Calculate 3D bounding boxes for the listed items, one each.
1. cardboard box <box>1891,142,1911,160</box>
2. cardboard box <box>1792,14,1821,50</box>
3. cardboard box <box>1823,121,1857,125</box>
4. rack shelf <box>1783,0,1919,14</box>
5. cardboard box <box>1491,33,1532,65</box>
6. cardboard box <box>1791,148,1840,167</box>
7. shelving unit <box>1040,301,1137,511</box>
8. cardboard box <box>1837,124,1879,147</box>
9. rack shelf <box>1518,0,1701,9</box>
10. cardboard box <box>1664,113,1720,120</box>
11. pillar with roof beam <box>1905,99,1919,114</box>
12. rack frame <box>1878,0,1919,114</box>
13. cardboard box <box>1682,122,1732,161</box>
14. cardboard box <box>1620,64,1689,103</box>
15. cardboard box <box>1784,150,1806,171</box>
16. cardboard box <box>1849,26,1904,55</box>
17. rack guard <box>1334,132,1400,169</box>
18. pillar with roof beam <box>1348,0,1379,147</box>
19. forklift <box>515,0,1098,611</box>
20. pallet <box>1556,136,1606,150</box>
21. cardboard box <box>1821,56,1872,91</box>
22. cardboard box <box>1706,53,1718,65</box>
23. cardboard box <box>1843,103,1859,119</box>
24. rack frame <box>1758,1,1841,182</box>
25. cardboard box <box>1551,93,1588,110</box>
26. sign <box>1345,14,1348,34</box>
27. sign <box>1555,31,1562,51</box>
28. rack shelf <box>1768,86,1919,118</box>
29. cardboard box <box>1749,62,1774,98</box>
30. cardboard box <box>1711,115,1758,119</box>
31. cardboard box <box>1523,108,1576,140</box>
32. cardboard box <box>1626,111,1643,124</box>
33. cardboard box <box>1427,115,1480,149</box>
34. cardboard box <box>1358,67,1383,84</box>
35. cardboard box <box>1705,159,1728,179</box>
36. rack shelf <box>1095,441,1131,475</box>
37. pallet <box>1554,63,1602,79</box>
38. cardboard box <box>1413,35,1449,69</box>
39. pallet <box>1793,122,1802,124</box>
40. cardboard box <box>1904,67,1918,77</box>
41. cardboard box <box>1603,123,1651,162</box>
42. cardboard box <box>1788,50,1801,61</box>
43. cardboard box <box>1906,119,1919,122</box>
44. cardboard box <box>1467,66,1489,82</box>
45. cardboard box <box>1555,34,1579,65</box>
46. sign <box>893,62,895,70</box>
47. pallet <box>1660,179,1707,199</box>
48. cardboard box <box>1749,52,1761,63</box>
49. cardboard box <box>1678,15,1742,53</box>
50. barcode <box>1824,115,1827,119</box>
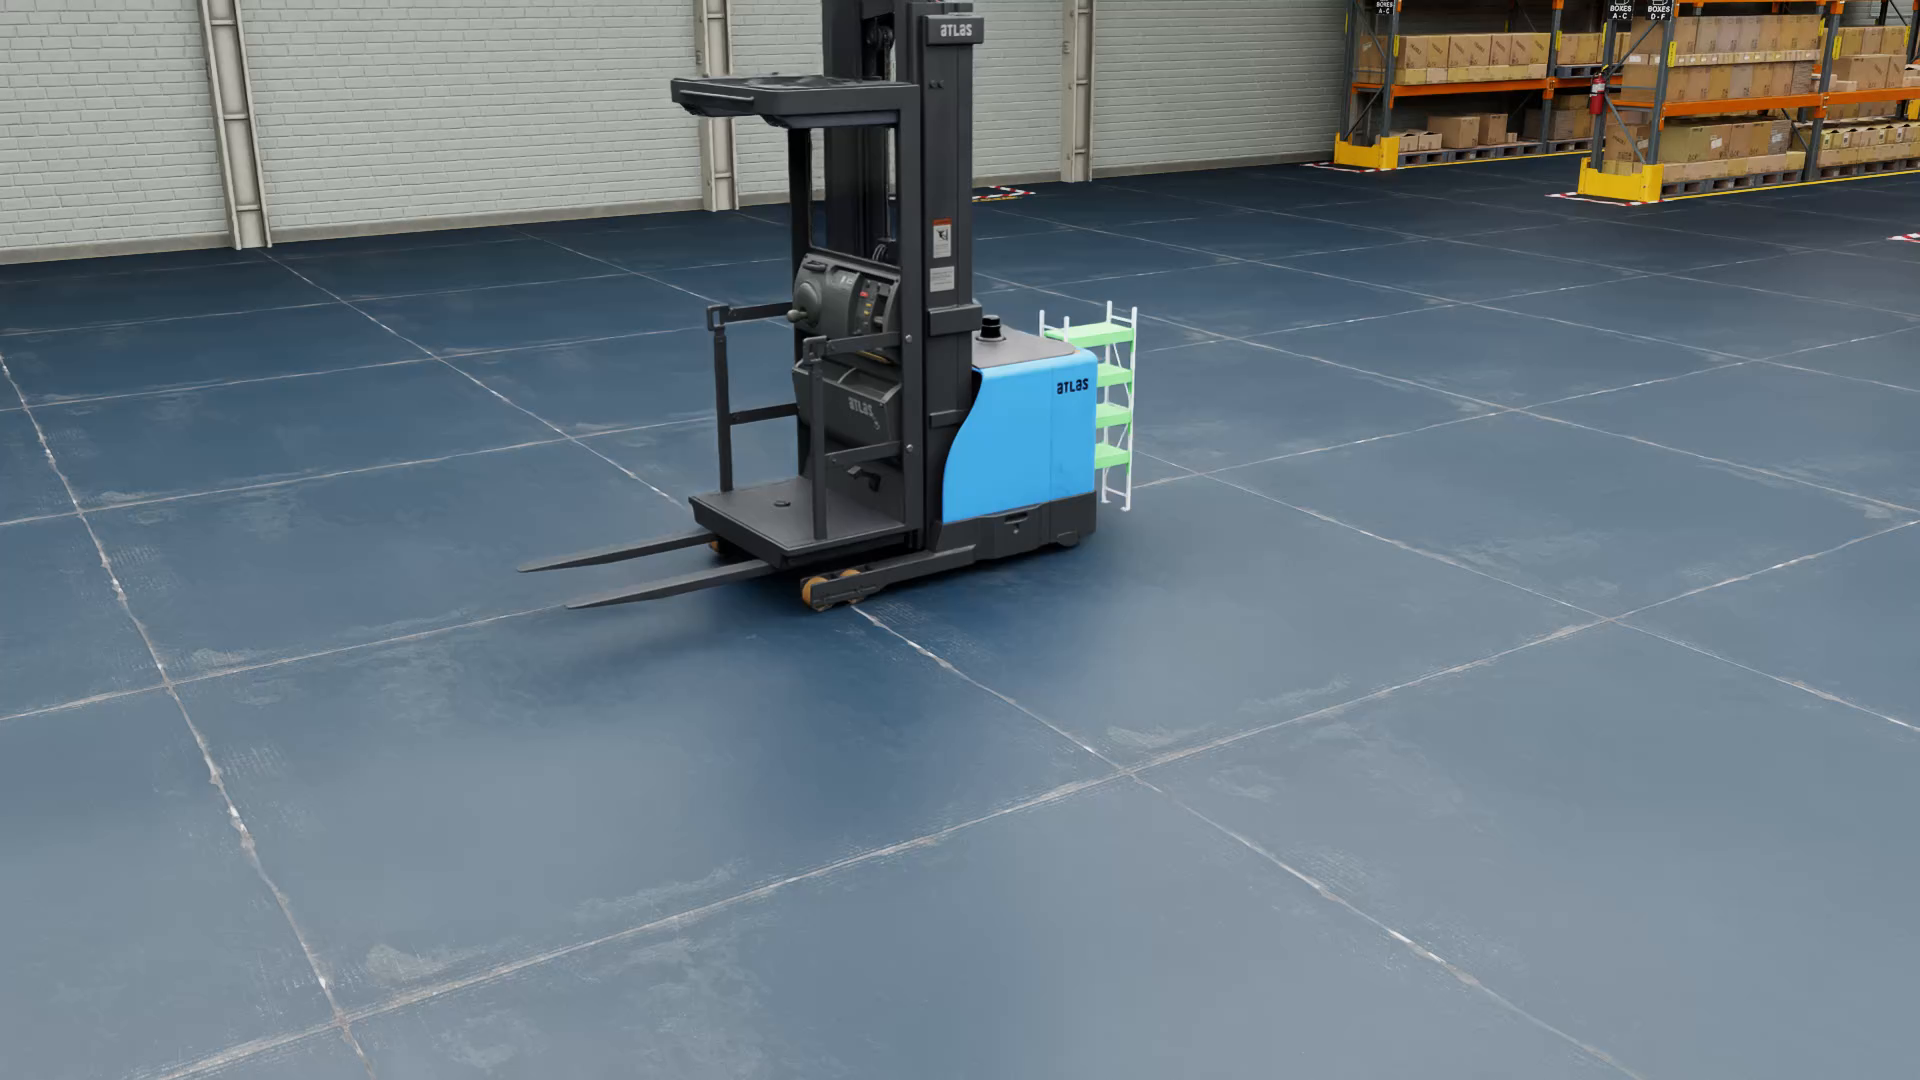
[{"bbox_3d":[14.938,-6.295,26.818,0.500,0.250,0.500,-11,22,-30],"label":"cardboard box"},{"bbox_3d":[12.385,-7.613,24.899,0.500,0.500,0.700,-12,22,-31],"label":"cardboard box"},{"bbox_3d":[14.204,-6.609,26.873,0.500,0.311,0.500,-12,22,-32],"label":"cardboard box"},{"bbox_3d":[14.423,-8.464,26.035,4.000,0.370,1.077,-12,22,-31],"label":"rack shelf"},{"bbox_3d":[9.386,-8.394,28.421,0.500,0.500,0.500,-12,22,-32],"label":"cardboard box"},{"bbox_3d":[13.225,-5.932,25.746,0.500,0.250,0.500,-13,22,-33],"label":"cardboard box"},{"bbox_3d":[0.722,-0.728,9.524,0.503,1.200,0.258,-13,22,-33],"label":"shelving unit"},{"bbox_3d":[14.087,-6.378,26.187,0.500,0.311,0.500,-13,22,-33],"label":"cardboard box"},{"bbox_3d":[11.695,-9.788,29.953,4.000,0.370,1.077,-12,22,-31],"label":"rack shelf"},{"bbox_3d":[14.052,-8.335,31.916,0.750,0.750,0.750,-12,22,-32],"label":"cardboard box"},{"bbox_3d":[24.194,-12.867,33.252,0.400,9.000,9.100,-12,22,-31],"label":"pillar with roof beam"},{"bbox_3d":[20.047,-10.469,35.528,0.127,3.000,1.000,-12,22,-31],"label":"rack frame"},{"bbox_3d":[10.809,-5.793,24.164,0.500,0.500,0.500,-12,22,-31],"label":"cardboard box"},{"bbox_3d":[9.809,-6.453,23.492,0.500,0.500,0.700,-12,22,-31],"label":"cardboard box"},{"bbox_3d":[12.485,-5.787,25.317,0.500,0.250,0.500,-12,22,-31],"label":"cardboard box"},{"bbox_3d":[19.025,-10.388,34.819,0.700,0.700,0.980,-12,22,-32],"label":"cardboard box"},{"bbox_3d":[6.748,-6.480,27.632,0.348,0.500,1.175,-12,22,-31],"label":"rack guard"},{"bbox_3d":[9.161,-9.696,23.874,0.400,9.000,9.100,-12,22,-31],"label":"pillar with roof beam"},{"bbox_3d":[-0.748,-1.230,8.306,3.031,2.935,1.130,-13,22,-33],"label":"forklift"},{"bbox_3d":[11.694,-7.388,30.769,1.213,0.211,1.003,-12,22,-31],"label":"pallet"},{"bbox_3d":[13.843,-7.302,26.004,0.500,0.500,0.500,-10,21,-28],"label":"cardboard box"},{"bbox_3d":[10.498,-6.827,23.587,0.250,0.149,0.380,-12,22,-32],"label":"cardboard box"},{"bbox_3d":[18.238,-9.061,34.610,0.500,0.500,0.700,-11,22,-30],"label":"cardboard box"},{"bbox_3d":[12.752,-7.031,25.359,0.127,3.000,1.000,-12,22,-31],"label":"rack frame"},{"bbox_3d":[10.996,-7.947,30.115,0.500,0.250,0.500,-12,22,-33],"label":"cardboard box"},{"bbox_3d":[6.396,-8.501,27.405,0.005,0.325,0.100,-12,22,-31],"label":"sign"},{"bbox_3d":[10.330,-8.622,28.712,0.005,0.325,0.100,-12,22,-31],"label":"sign"},{"bbox_3d":[14.423,-7.043,26.516,4.000,0.370,1.077,-12,22,-31],"label":"rack shelf"},{"bbox_3d":[11.527,-6.817,24.568,0.500,0.500,0.700,-12,22,-31],"label":"cardboard box"},{"bbox_3d":[11.780,-6.195,25.351,0.500,0.500,0.500,-12,22,-31],"label":"cardboard box"},{"bbox_3d":[10.630,-7.514,30.003,0.500,0.500,0.700,-11,22,-30],"label":"cardboard box"},{"bbox_3d":[12.299,-7.884,31.097,0.500,0.500,0.700,-12,22,-31],"label":"cardboard box"},{"bbox_3d":[8.428,-6.989,28.451,0.500,0.500,0.700,-14,23,-35],"label":"cardboard box"},{"bbox_3d":[6.968,-7.723,27.610,0.500,0.250,0.500,-12,22,-31],"label":"cardboard box"},{"bbox_3d":[10.815,-5.435,24.275,0.500,0.250,0.500,-12,22,-31],"label":"cardboard box"},{"bbox_3d":[0.722,-0.440,9.621,0.480,0.148,0.258,-13,22,-33],"label":"rack shelf"},{"bbox_3d":[10.743,-8.360,29.590,1.213,0.211,1.003,-12,22,-31],"label":"pallet"},{"bbox_3d":[7.666,-8.033,27.353,0.500,0.500,0.500,-12,22,-31],"label":"cardboard box"},{"bbox_3d":[16.103,-8.287,33.429,1.213,0.211,1.003,-12,22,-31],"label":"pallet"},{"bbox_3d":[15.240,-7.588,27.144,0.500,0.311,0.500,-12,22,-32],"label":"cardboard box"},{"bbox_3d":[9.696,-5.752,24.042,0.500,0.500,0.500,-12,22,-31],"label":"cardboard box"},{"bbox_3d":[12.218,-7.191,24.662,0.250,0.149,0.380,-13,22,-33],"label":"cardboard box"},{"bbox_3d":[15.791,-6.740,27.258,0.500,0.311,0.500,-11,22,-30],"label":"cardboard box"},{"bbox_3d":[8.544,-7.862,28.020,0.500,0.250,0.500,-12,22,-31],"label":"cardboard box"},{"bbox_3d":[10.469,-8.692,29.428,0.500,0.500,0.700,-12,22,-31],"label":"cardboard box"},{"bbox_3d":[-0.813,-6.720,23.556,0.331,0.109,0.001,-12,22,-31],"label":"sign"},{"bbox_3d":[10.027,-5.151,24.153,1.213,0.211,1.003,-12,22,-31],"label":"pallet"},{"bbox_3d":[11.362,-7.010,24.126,0.250,0.149,0.380,-11,22,-30],"label":"cardboard box"},{"bbox_3d":[10.710,-7.260,23.853,0.500,0.500,0.700,-12,22,-31],"label":"cardboard box"},{"bbox_3d":[13.194,-6.444,25.338,0.075,0.075,0.001,-12,22,-31],"label":"barcode"}]
